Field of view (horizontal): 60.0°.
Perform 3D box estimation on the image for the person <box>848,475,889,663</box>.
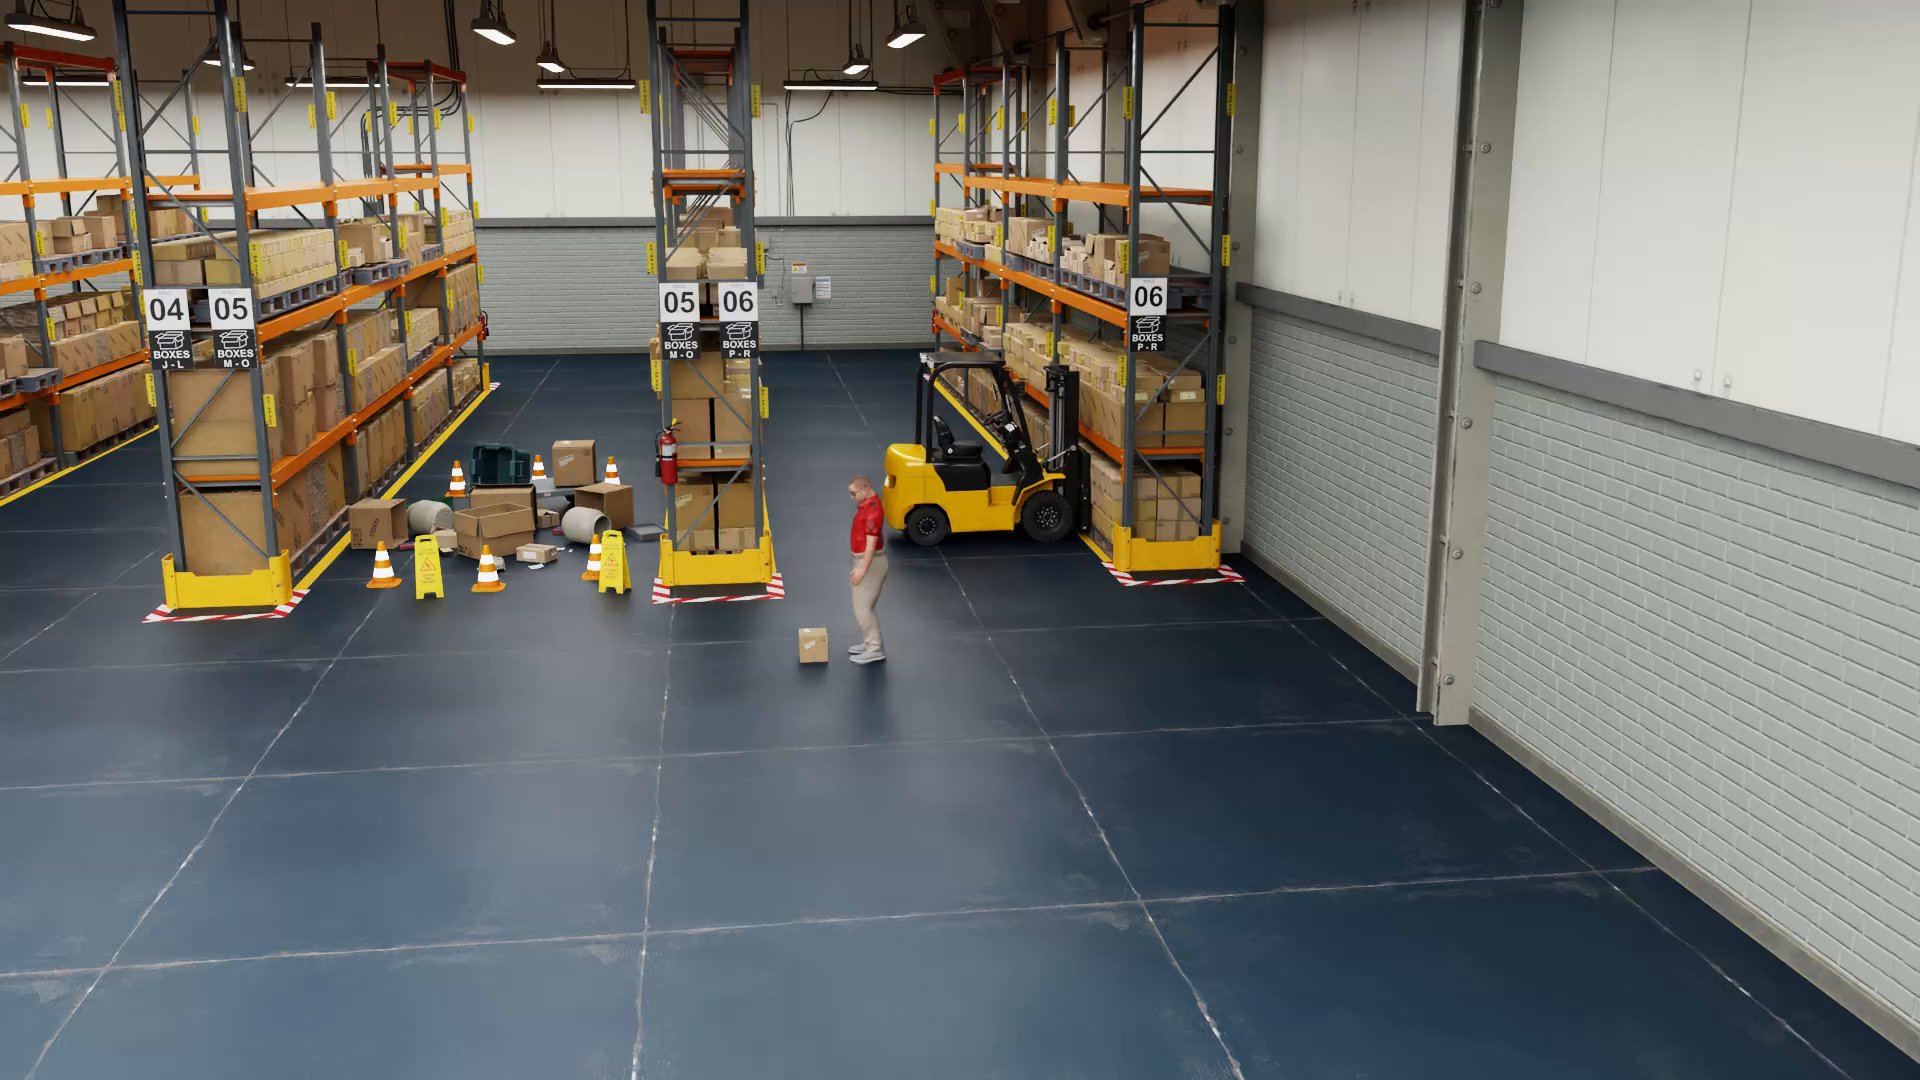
[{"bbox_3d":[-0.830,0.246,15.038,0.376,1.704,0.544,-2,13,-7],"label":"person"}]
